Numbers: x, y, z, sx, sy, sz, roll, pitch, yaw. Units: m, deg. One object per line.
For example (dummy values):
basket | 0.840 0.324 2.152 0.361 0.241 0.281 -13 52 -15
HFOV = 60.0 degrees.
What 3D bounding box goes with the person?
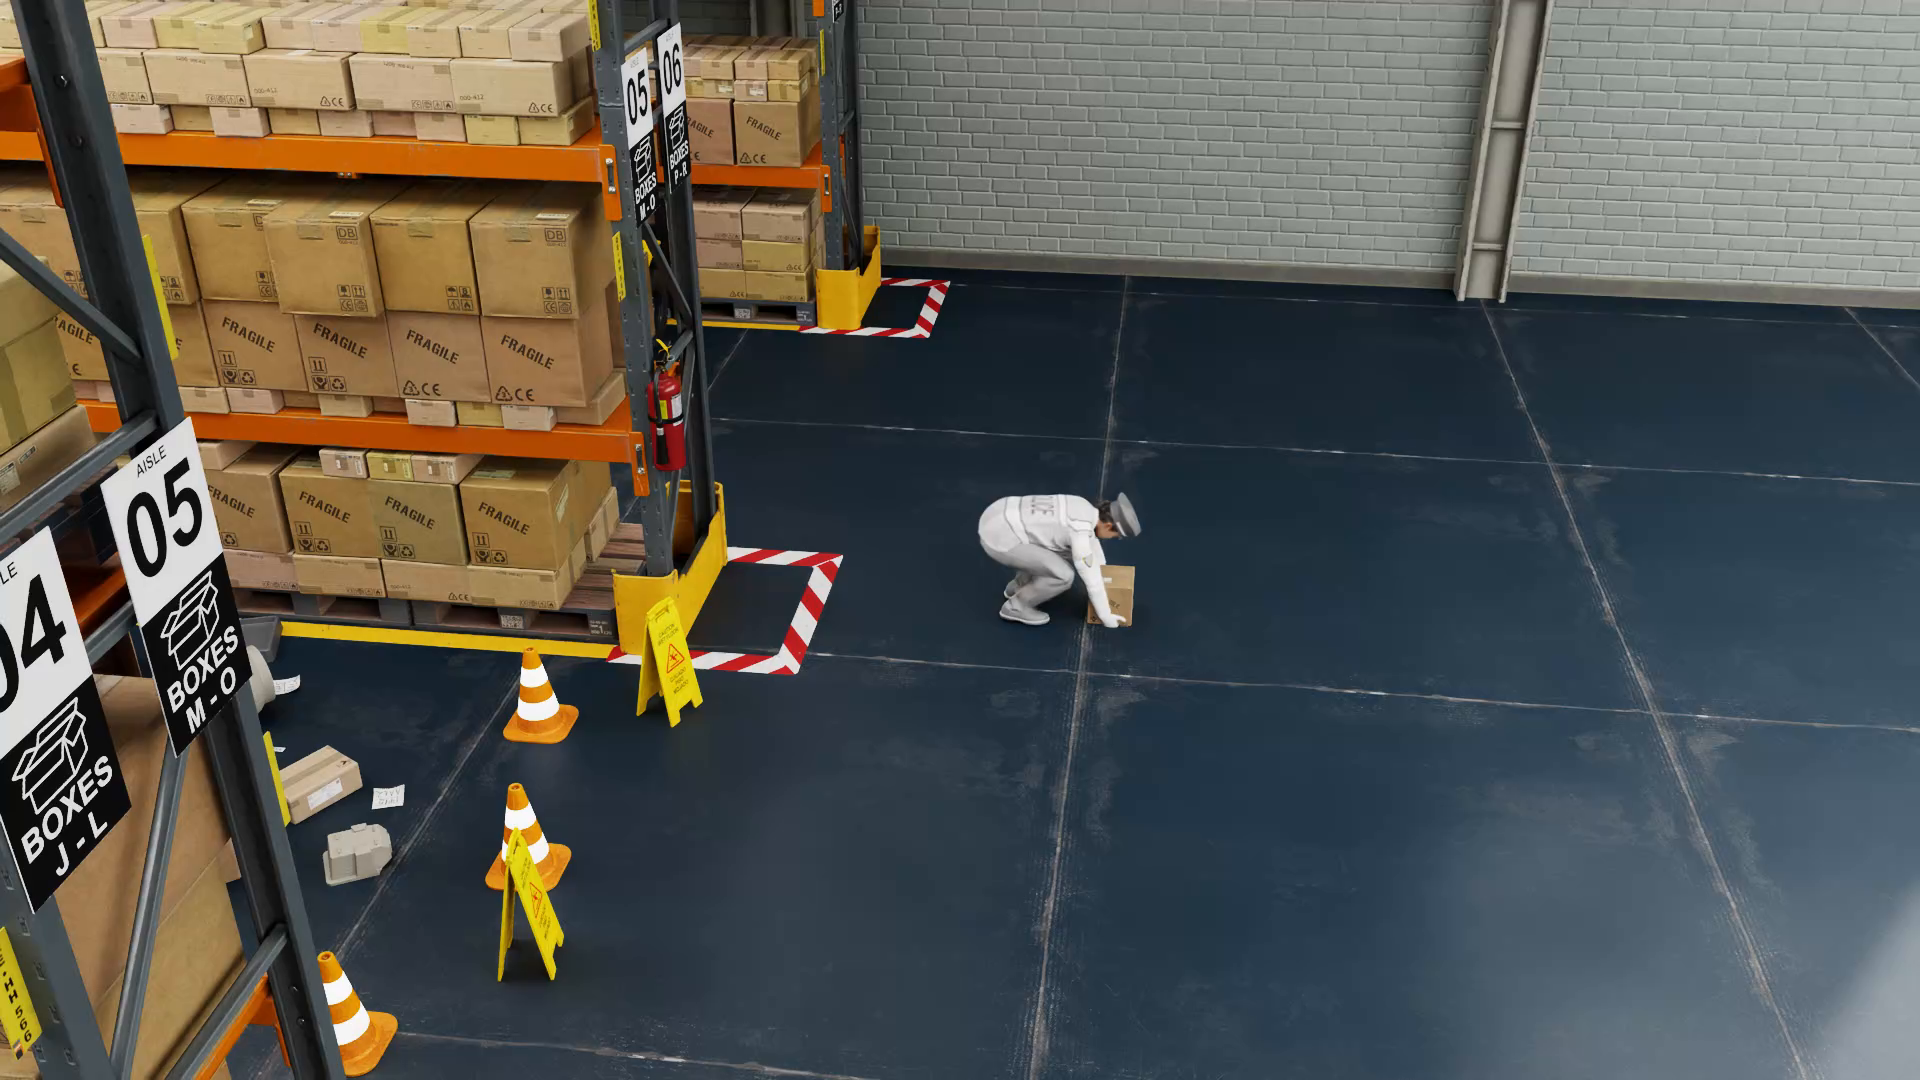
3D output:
person | 0.561 0.086 9.440 0.914 0.763 0.455 3 29 5
